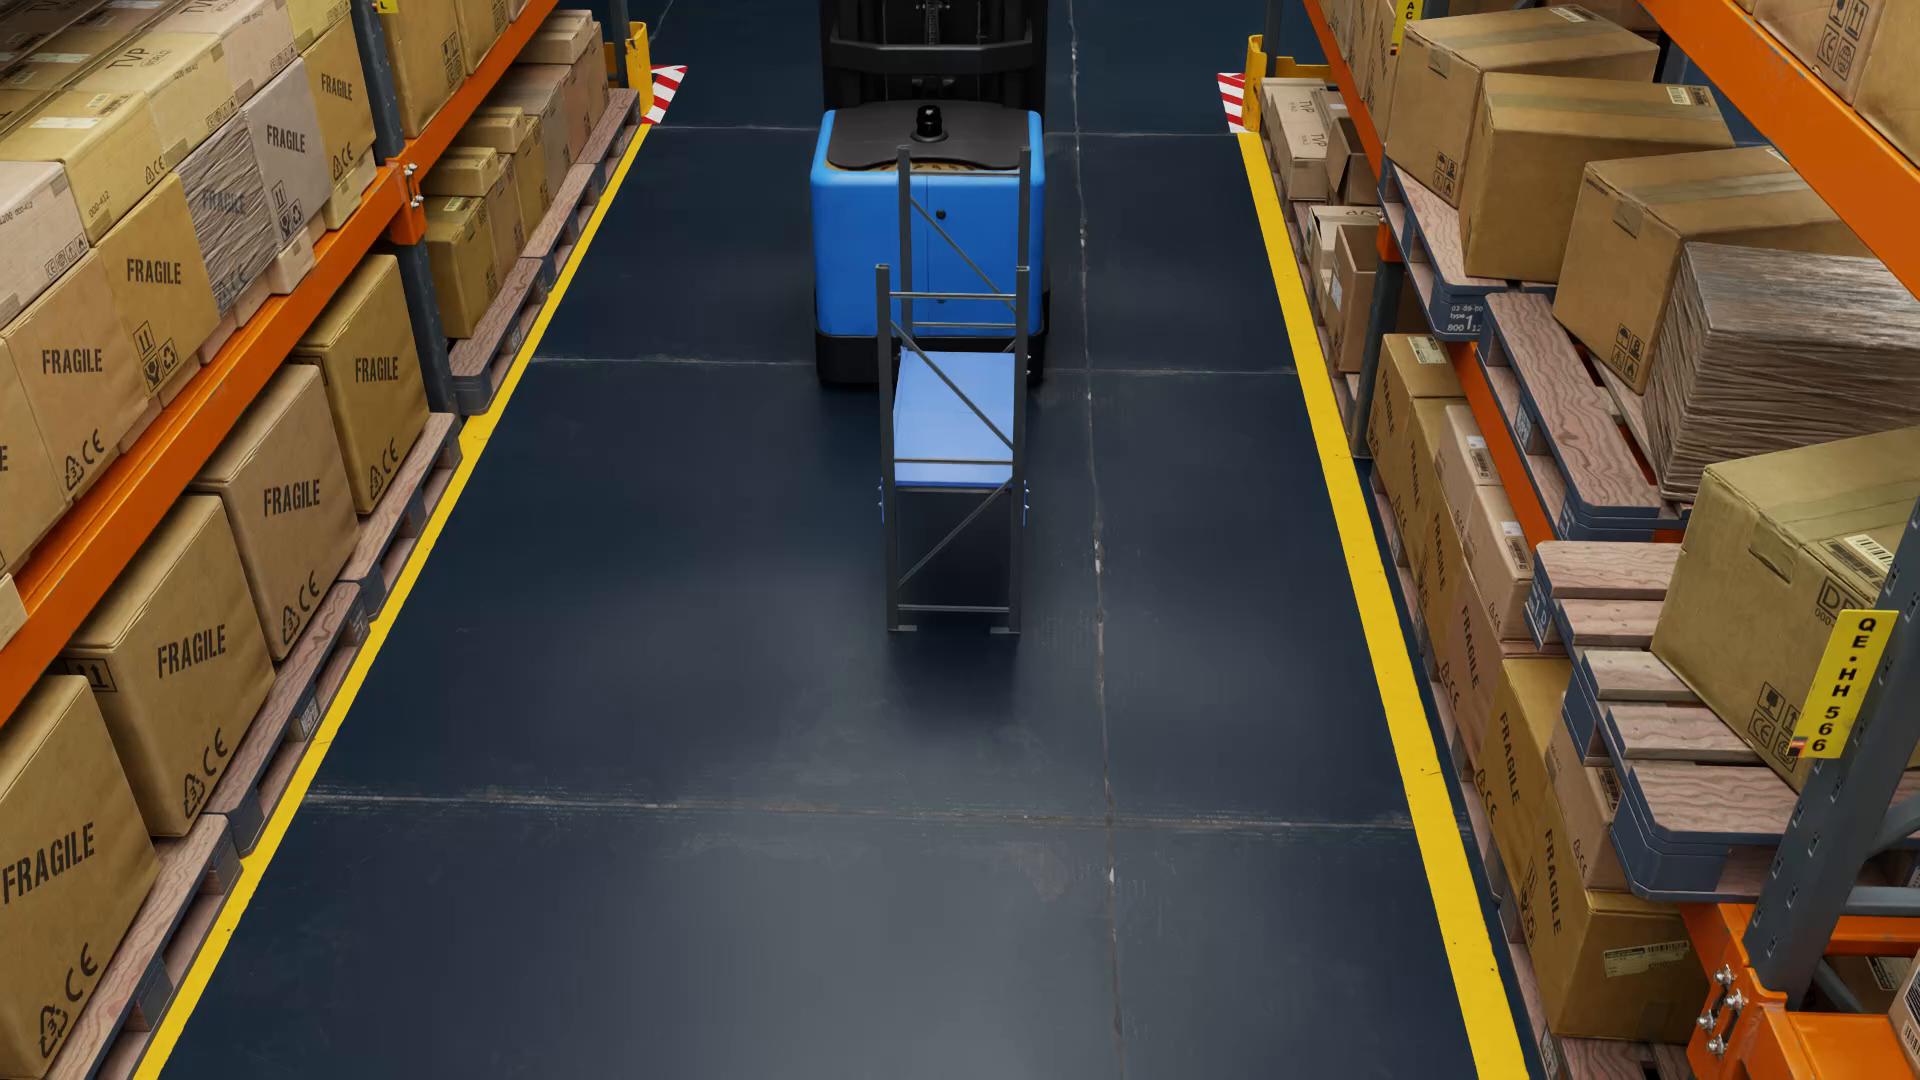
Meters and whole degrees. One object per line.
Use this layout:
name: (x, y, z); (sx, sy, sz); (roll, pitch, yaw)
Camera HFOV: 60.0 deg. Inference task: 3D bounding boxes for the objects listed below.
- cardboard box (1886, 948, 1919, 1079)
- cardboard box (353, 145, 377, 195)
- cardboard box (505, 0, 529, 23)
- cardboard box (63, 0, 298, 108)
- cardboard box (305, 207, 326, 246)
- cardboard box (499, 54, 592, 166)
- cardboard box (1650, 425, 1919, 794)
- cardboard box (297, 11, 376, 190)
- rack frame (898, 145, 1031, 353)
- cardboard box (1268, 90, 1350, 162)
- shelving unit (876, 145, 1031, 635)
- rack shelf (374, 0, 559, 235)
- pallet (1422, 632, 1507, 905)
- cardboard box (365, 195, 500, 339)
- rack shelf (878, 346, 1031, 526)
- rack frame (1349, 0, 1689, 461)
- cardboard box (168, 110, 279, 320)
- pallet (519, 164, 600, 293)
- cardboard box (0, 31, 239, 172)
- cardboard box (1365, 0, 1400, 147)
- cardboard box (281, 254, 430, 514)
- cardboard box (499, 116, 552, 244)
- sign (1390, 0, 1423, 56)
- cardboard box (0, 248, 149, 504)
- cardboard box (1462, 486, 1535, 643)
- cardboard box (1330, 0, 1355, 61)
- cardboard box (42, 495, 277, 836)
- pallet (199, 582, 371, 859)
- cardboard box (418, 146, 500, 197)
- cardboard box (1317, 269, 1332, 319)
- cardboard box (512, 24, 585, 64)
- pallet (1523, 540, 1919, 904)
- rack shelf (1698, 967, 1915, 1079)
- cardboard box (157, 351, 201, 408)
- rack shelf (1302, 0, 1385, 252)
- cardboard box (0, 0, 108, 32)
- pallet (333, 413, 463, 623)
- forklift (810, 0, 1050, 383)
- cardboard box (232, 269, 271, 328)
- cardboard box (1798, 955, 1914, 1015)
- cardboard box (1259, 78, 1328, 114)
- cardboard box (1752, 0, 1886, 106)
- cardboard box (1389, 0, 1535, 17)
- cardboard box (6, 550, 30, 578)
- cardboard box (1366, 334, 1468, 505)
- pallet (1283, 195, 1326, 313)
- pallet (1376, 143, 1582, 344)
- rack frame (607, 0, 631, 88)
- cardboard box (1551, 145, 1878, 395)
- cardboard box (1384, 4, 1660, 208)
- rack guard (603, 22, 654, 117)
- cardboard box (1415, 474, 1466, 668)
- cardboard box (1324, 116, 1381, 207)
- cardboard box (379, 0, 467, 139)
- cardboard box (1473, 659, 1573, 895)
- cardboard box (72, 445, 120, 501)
cardboard box: (1.995, 0.943, 2.876); (0.500, 0.311, 0.500); (3, 35, 5)
cardboard box: (-2.467, -1.416, 6.357); (0.380, 0.149, 0.250); (2, 35, 2)
cardboard box: (-2.644, -2.983, 8.125); (0.980, 0.700, 0.700); (0, 35, 0)
cardboard box: (-2.530, -1.621, 5.433); (0.500, 0.250, 0.500); (2, 35, 3)
cardboard box: (-2.509, -1.123, 5.940); (0.380, 0.149, 0.250); (2, 35, 3)
cardboard box: (-2.524, -2.467, 9.460); (0.700, 0.500, 0.500); (1, 35, 2)
cardboard box: (1.966, 0.122, 3.516); (0.700, 0.500, 0.500); (-10, 36, -14)
cardboard box: (-2.503, -1.611, 6.071); (0.500, 0.500, 0.500); (1, 35, 1)
rack frame: (0.017, -0.857, 6.665); (0.500, 1.500, 0.032); (1, 35, 2)
cardboard box: (2.049, -2.359, 9.507); (0.500, 0.250, 0.500); (1, 35, 2)
shelving unit: (-0.003, -0.565, 6.249); (0.538, 1.500, 1.048); (1, 35, 2)
rack shelf: (-2.656, -2.566, 8.418); (1.077, 0.370, 4.000); (1, 35, 2)
pallet: (2.172, 0.713, 5.552); (1.003, 0.211, 1.213); (1, 35, 2)
cardboard box: (-2.604, -1.288, 7.782); (0.700, 0.500, 0.500); (2, 35, 2)
rack shelf: (-0.003, -0.417, 6.352); (0.538, 0.185, 1.000); (1, 35, 2)
rack frame: (2.214, -1.599, 6.417); (1.000, 3.000, 0.127); (1, 35, 2)
cardboard box: (-2.542, -1.029, 5.243); (0.500, 0.500, 0.500); (1, 35, 2)
pallet: (-2.581, -1.708, 8.997); (1.003, 0.211, 1.213); (1, 35, 2)
cardboard box: (-2.550, -1.328, 5.016); (0.500, 0.250, 0.500); (2, 35, 3)
cardboard box: (1.977, -1.933, 6.805); (0.500, 0.500, 0.500); (2, 35, 3)
cardboard box: (-2.632, -0.627, 6.538); (0.750, 0.750, 0.750); (2, 35, 2)
cardboard box: (-2.557, -1.871, 8.612); (0.700, 0.500, 0.500); (2, 35, 3)
sign: (1.671, -1.961, 6.179); (0.100, 0.325, 0.005); (1, 35, 2)
cardboard box: (-2.570, -0.443, 4.409); (0.500, 0.500, 0.500); (1, 35, 2)
cardboard box: (1.891, 0.072, 5.178); (0.500, 0.250, 0.500); (1, 35, 1)
cardboard box: (2.015, -2.525, 7.646); (0.500, 0.500, 0.500); (2, 35, 3)
cardboard box: (-2.695, 0.372, 5.117); (0.750, 0.750, 0.750); (1, 35, 2)
pallet: (-2.738, 0.577, 5.745); (1.003, 0.211, 1.213); (1, 35, 2)
cardboard box: (-2.408, -1.746, 7.870); (0.380, 0.149, 0.250); (2, 35, 3)
cardboard box: (1.908, -1.163, 7.893); (0.380, 0.149, 0.250); (1, 35, 2)
cardboard box: (-2.336, -2.795, 9.362); (0.380, 0.149, 0.250); (2, 35, 3)
pallet: (2.010, 0.386, 3.758); (1.213, 0.211, 1.003); (1, 35, 2)
rack shelf: (1.973, 2.142, 1.719); (1.077, 0.370, 4.000); (1, 35, 2)
cardboard box: (-2.584, -0.535, 5.103); (0.380, 0.149, 0.250); (2, 35, 3)
rack shelf: (2.294, -2.454, 8.258); (1.077, 0.370, 4.000); (1, 35, 2)
cardboard box: (-3.029, -1.630, 5.445); (0.500, 0.250, 0.500); (2, 35, 2)
pallet: (-2.692, -0.125, 6.745); (1.003, 0.211, 1.213); (1, 35, 2)
forklift: (-0.122, -2.731, 8.087); (1.130, 2.935, 3.031); (0, 35, 1)
cardboard box: (-2.537, -0.831, 5.524); (0.380, 0.149, 0.250); (1, 35, 2)
cardboard box: (2.357, 1.287, 4.102); (0.500, 0.500, 0.500); (3, 35, 4)
cardboard box: (2.014, -2.678, 10.049); (0.380, 0.149, 0.250); (1, 35, 2)
cardboard box: (2.057, -1.114, 3.030); (0.910, 0.500, 0.500); (1, 35, 2)
cardboard box: (1.975, -2.346, 6.522); (0.500, 0.500, 0.500); (2, 35, 2)
cardboard box: (-2.651, 0.055, 4.264); (0.380, 0.149, 0.250); (1, 35, 1)
cardboard box: (1.951, -0.484, 6.621); (0.500, 0.500, 0.500); (0, 35, 0)
pallet: (2.288, -1.555, 8.780); (1.003, 0.211, 1.213); (1, 35, 2)
pallet: (2.072, -1.064, 5.822); (1.003, 0.211, 1.213); (1, 35, 2)
rack frame: (-2.576, -4.009, 9.846); (1.000, 3.000, 0.127); (1, 35, 2)
cardboard box: (2.204, -0.795, 4.821); (0.700, 0.500, 0.500); (-7, 36, -10)
cardboard box: (1.971, -1.545, 5.887); (0.700, 0.500, 0.500); (-10, 36, -14)
rack guard: (-2.575, -3.001, 10.585); (1.175, 0.500, 0.348); (1, 35, 2)
cardboard box: (1.913, 0.110, 5.777); (0.500, 0.500, 0.500); (2, 35, 2)
cardboard box: (2.284, -1.837, 8.544); (0.797, 0.503, 0.637); (1, 35, 2)
cardboard box: (-2.698, -2.145, 6.933); (0.980, 0.700, 0.700); (2, 35, 3)
cardboard box: (1.877, 0.702, 4.934); (0.500, 0.500, 0.500); (0, 35, 0)
cardboard box: (-2.628, -0.242, 4.687); (0.380, 0.149, 0.250); (2, 35, 3)
